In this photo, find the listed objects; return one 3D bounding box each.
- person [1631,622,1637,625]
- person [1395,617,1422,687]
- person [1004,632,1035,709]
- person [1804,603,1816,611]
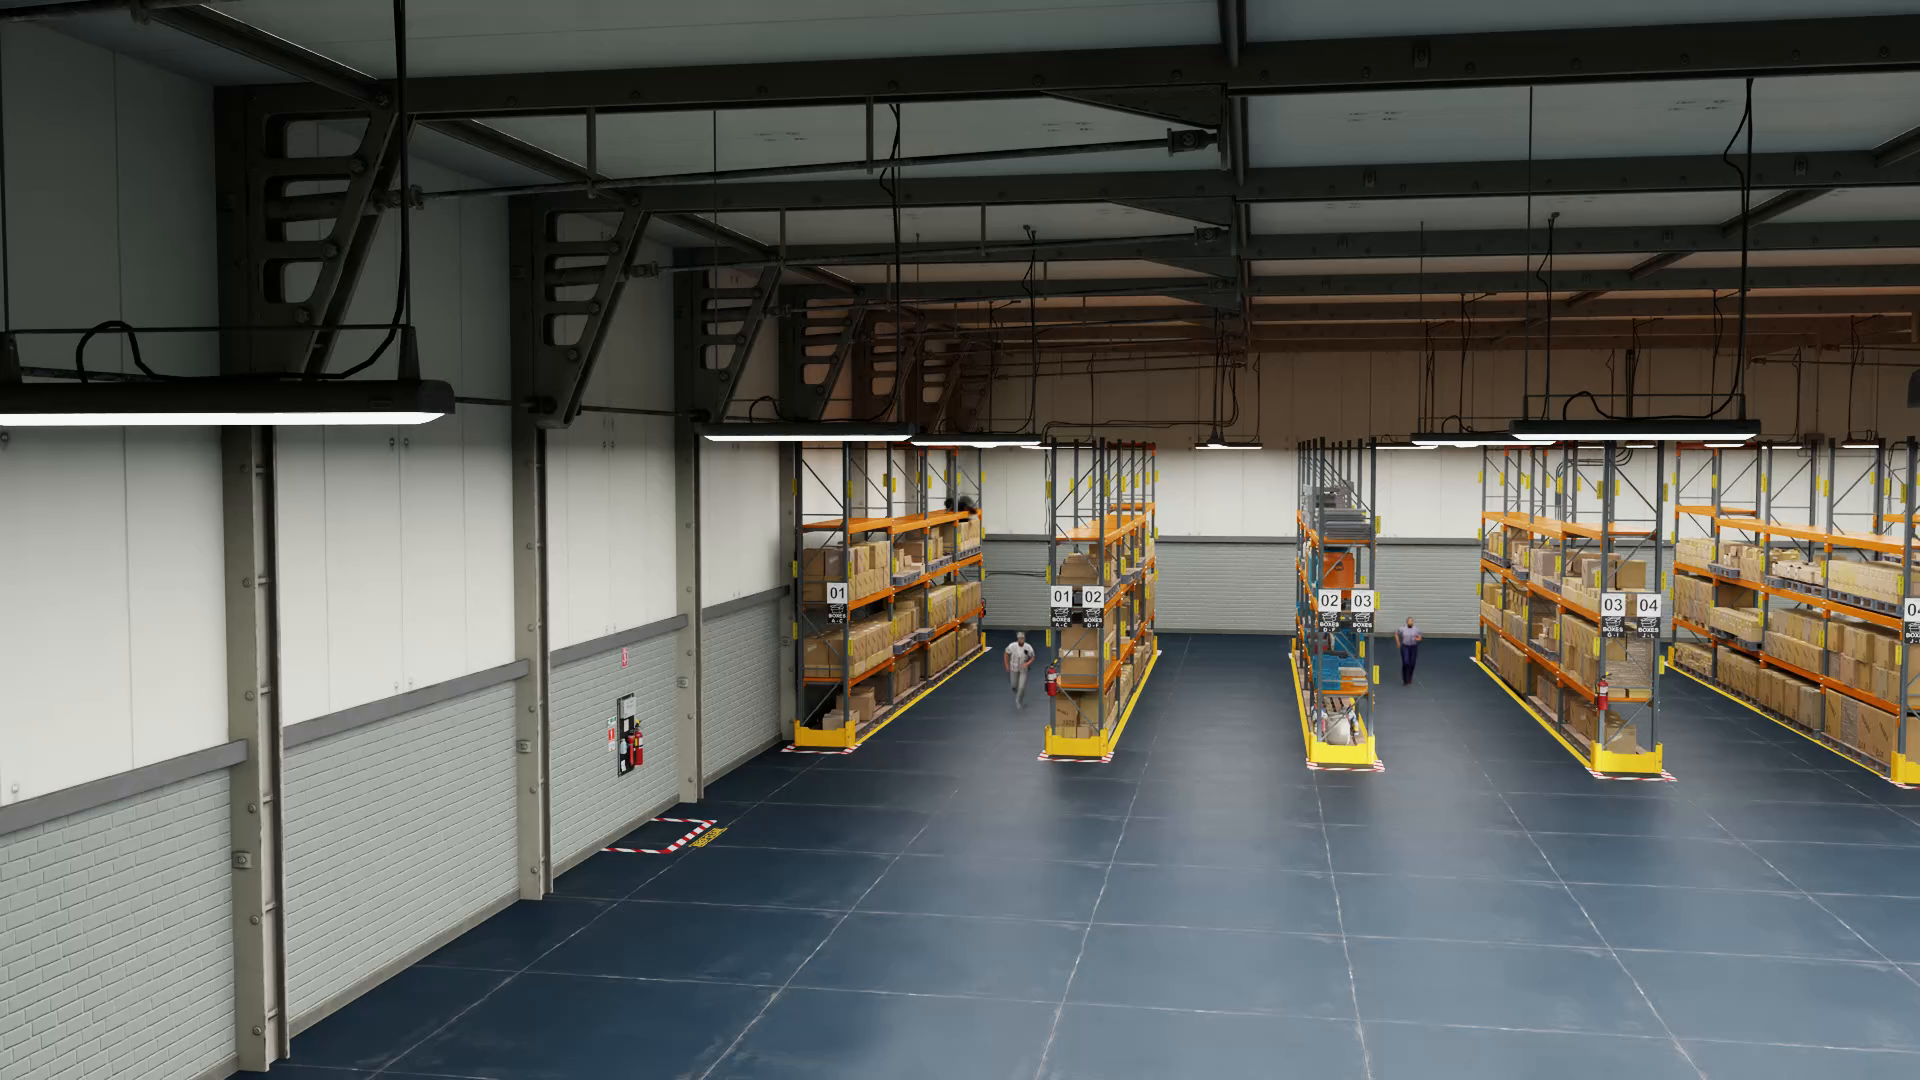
[{"bbox_3d":[17.671,2.614,44.060,0.654,1.560,0.461,2,3,29],"label":"person"},{"bbox_3d":[11.042,2.749,40.894,0.580,1.691,0.767,0,3,2],"label":"person"},{"bbox_3d":[1.332,2.907,37.253,0.702,1.740,0.706,0,3,9],"label":"person"},{"bbox_3d":[23.186,2.471,45.294,0.654,1.724,0.733,1,3,17],"label":"person"}]
